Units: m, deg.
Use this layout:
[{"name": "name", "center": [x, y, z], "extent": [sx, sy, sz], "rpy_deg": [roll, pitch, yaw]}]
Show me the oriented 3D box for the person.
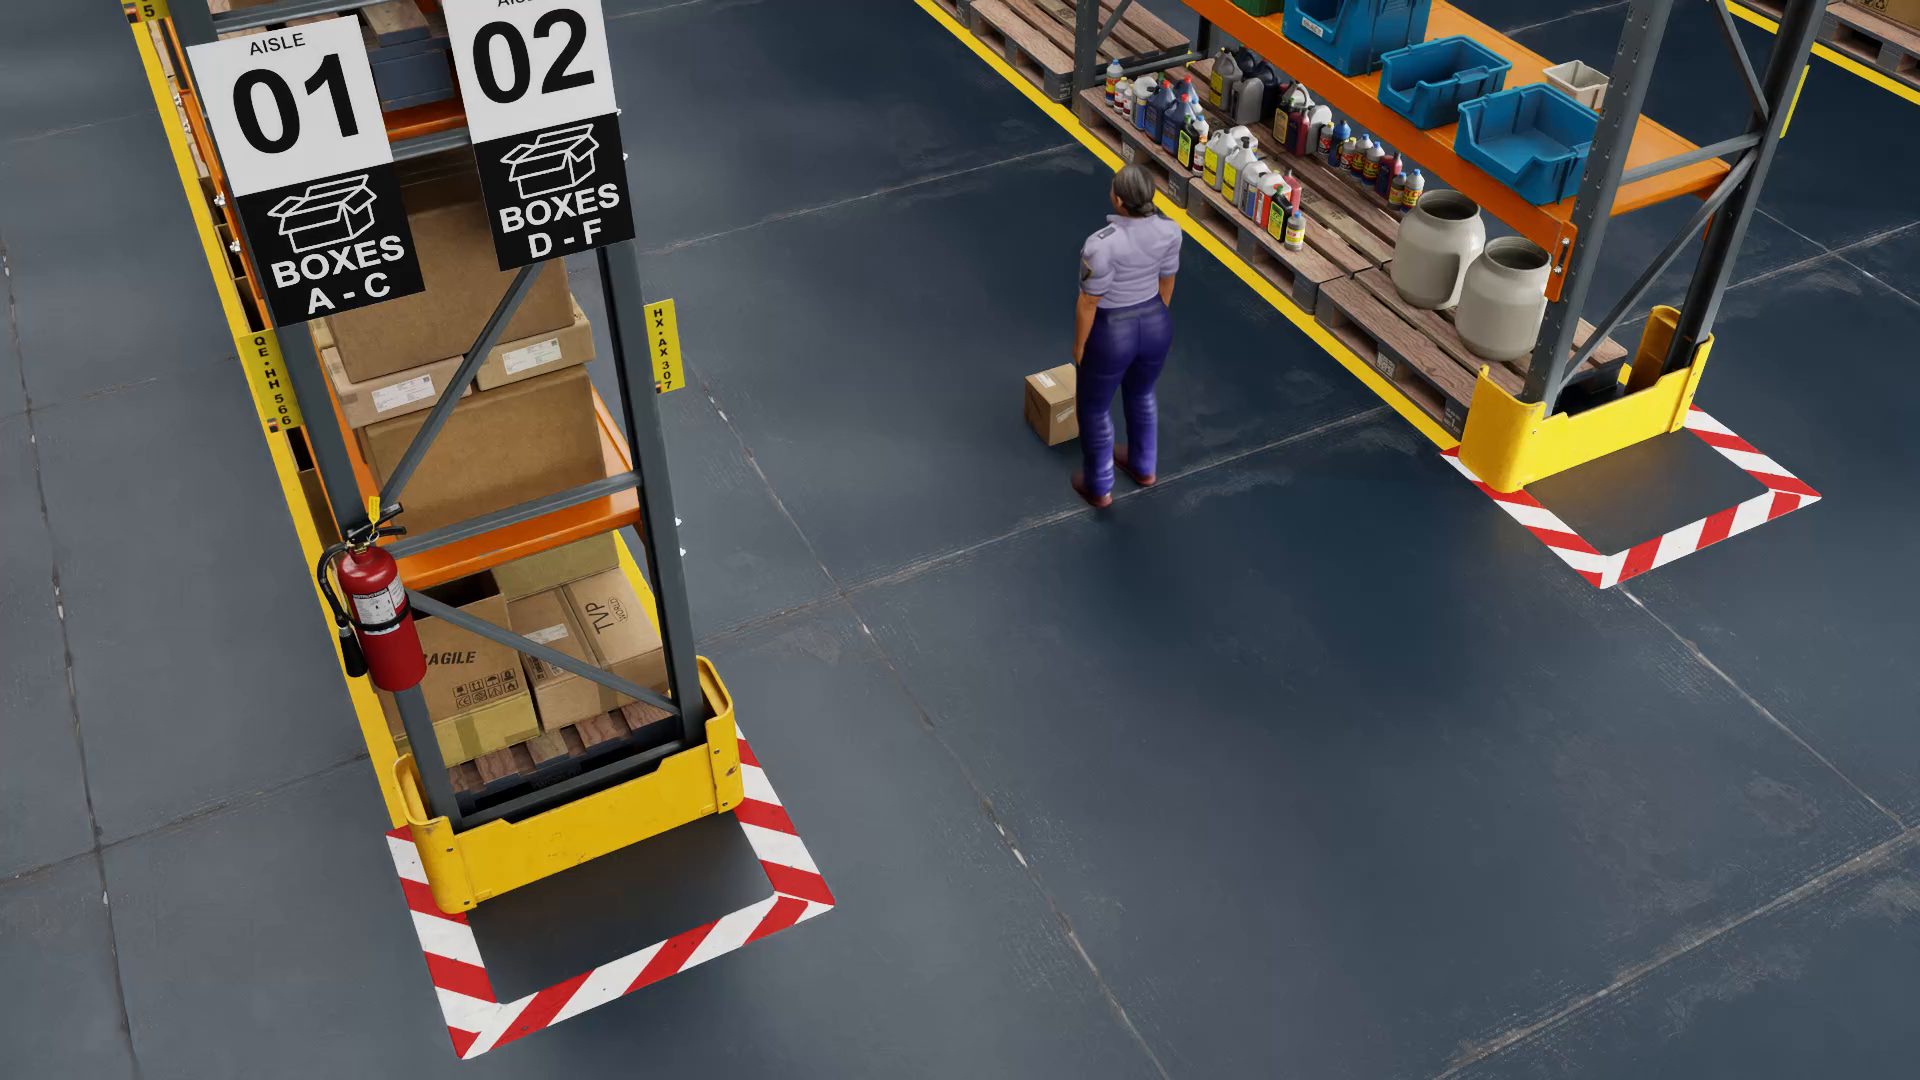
[{"name": "person", "center": [0.687, -0.882, 7.186], "extent": [0.466, 1.667, 0.344], "rpy_deg": [-18, 45, -19]}]
